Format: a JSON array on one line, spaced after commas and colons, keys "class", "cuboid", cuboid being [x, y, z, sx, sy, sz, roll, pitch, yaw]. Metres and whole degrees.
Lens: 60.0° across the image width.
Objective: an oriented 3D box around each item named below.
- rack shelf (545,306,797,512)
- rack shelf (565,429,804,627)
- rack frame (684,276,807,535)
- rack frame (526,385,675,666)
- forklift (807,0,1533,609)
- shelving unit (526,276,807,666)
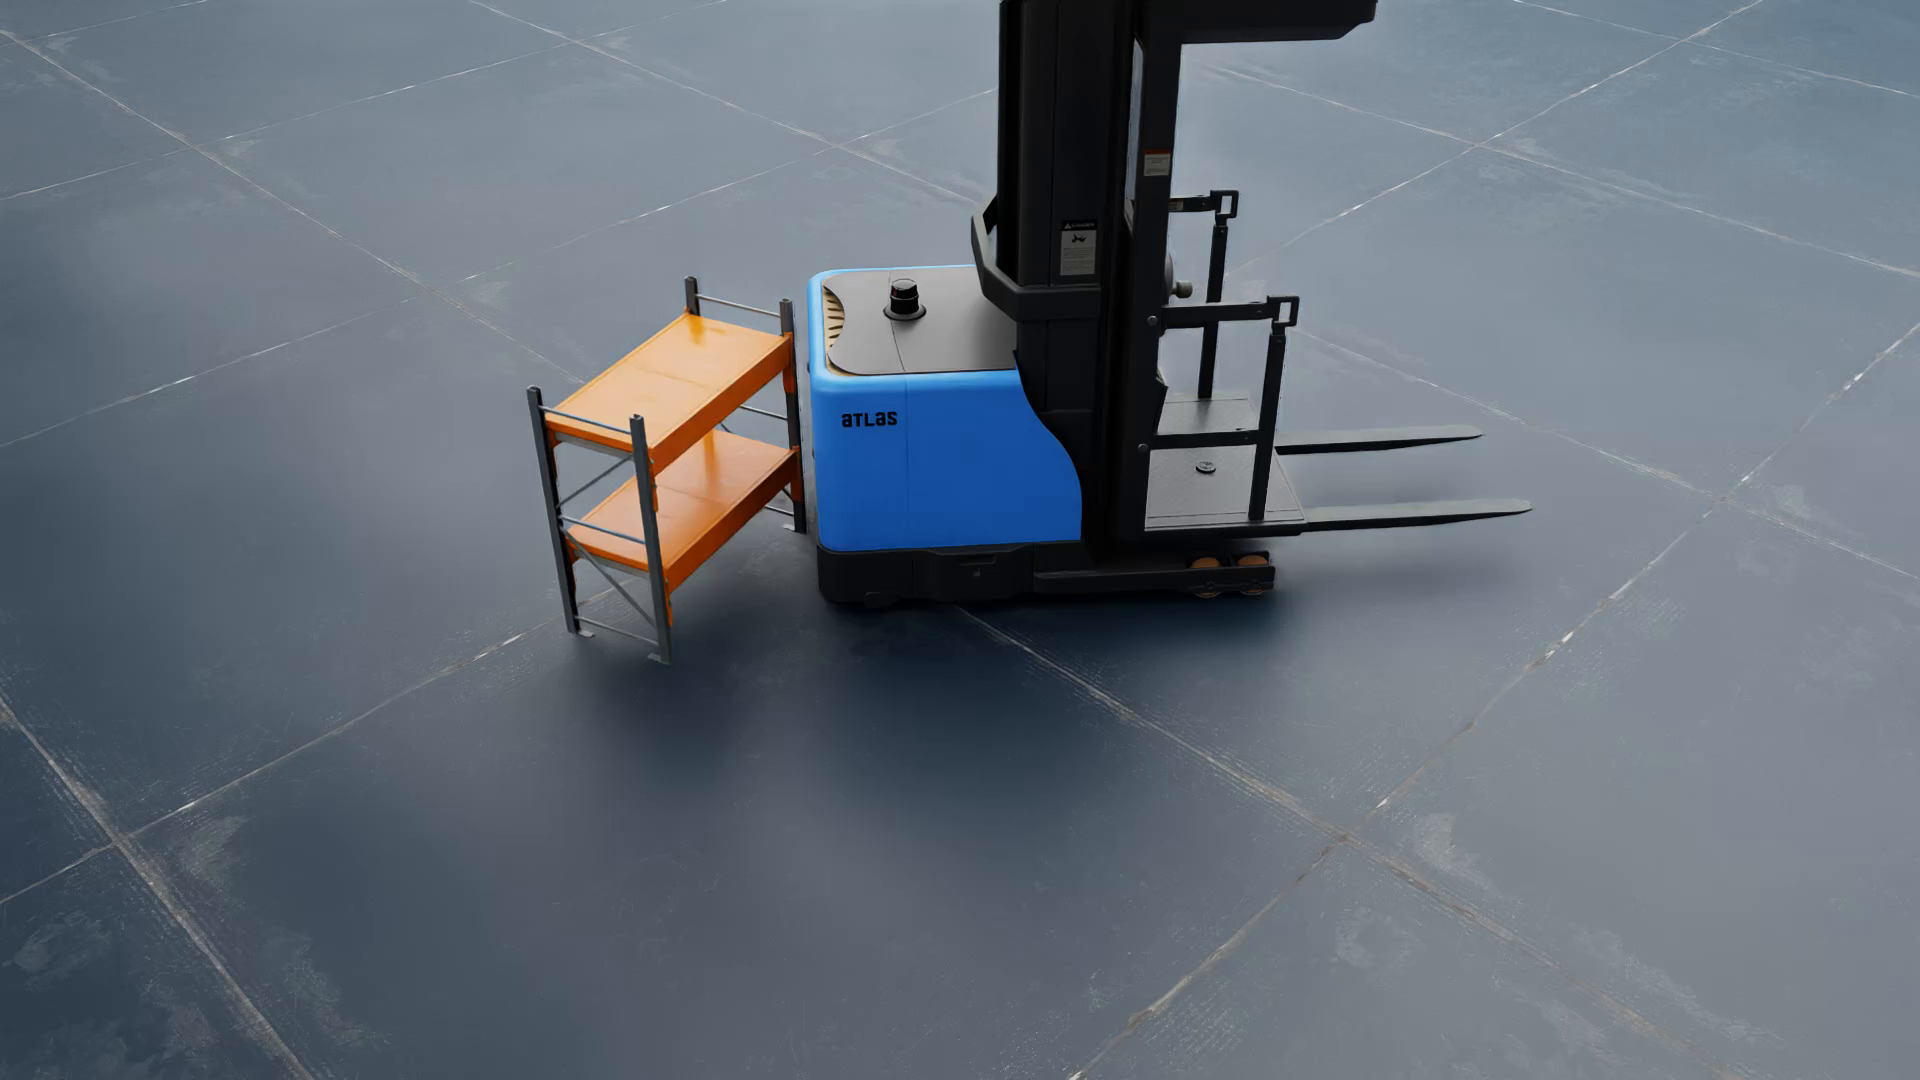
[{"class": "rack shelf", "cuboid": [-1.129, -0.536, 6.524, 0.538, 0.278, 1.000, 16, 38, 21]}, {"class": "rack shelf", "cuboid": [-1.129, -0.096, 6.831, 0.538, 0.278, 1.000, 16, 38, 21]}, {"class": "rack frame", "cuboid": [-0.903, -0.556, 7.065, 0.500, 1.125, 0.032, 16, 38, 21]}, {"class": "rack frame", "cuboid": [-1.356, -0.036, 6.318, 0.500, 1.125, 0.032, 16, 38, 21]}, {"class": "forklift", "cuboid": [0.891, -1.262, 6.498, 3.031, 2.935, 1.130, -3, 35, -4]}, {"class": "shelving unit", "cuboid": [-1.129, -0.296, 6.691, 0.538, 1.125, 1.048, 16, 38, 21]}]
